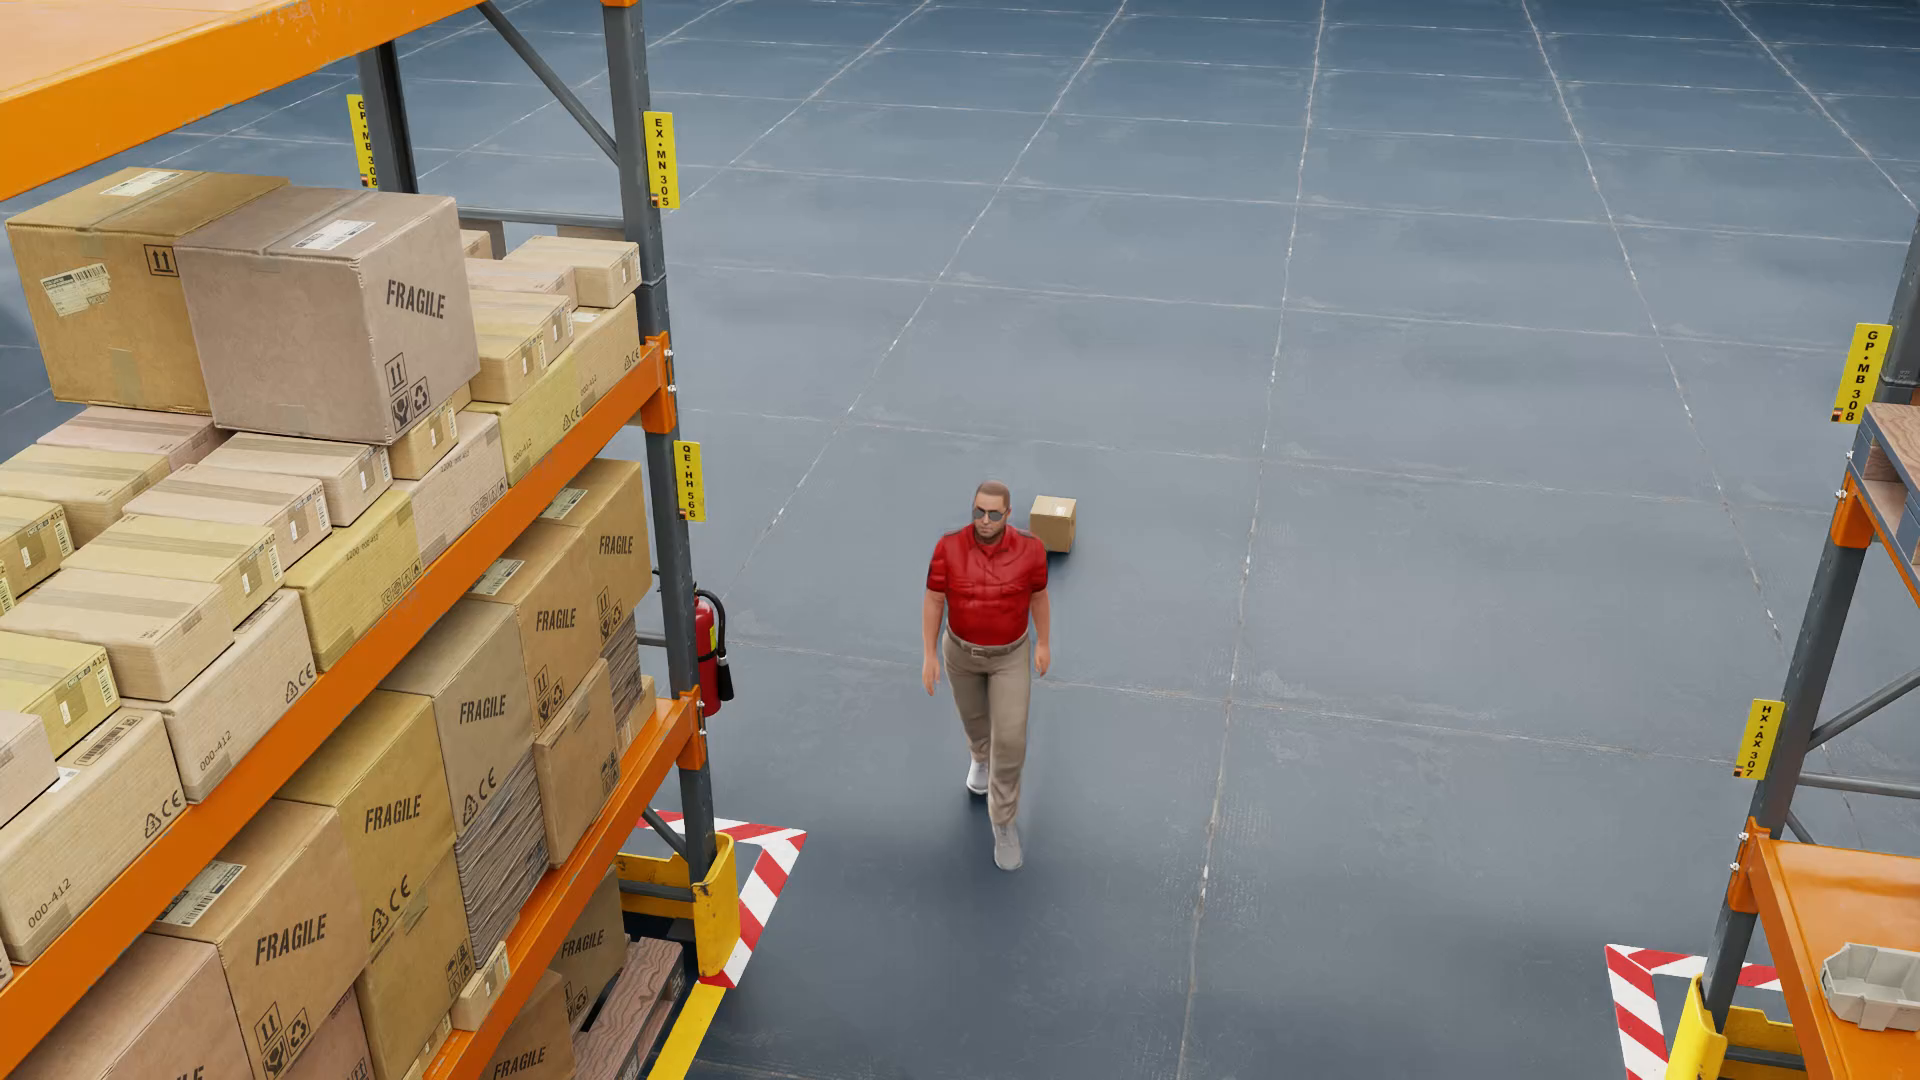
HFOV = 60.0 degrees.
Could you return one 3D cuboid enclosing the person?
[{"bbox_3d":[0.111,0.572,7.610,0.578,1.750,0.816,4,29,7],"label":"person"}]
